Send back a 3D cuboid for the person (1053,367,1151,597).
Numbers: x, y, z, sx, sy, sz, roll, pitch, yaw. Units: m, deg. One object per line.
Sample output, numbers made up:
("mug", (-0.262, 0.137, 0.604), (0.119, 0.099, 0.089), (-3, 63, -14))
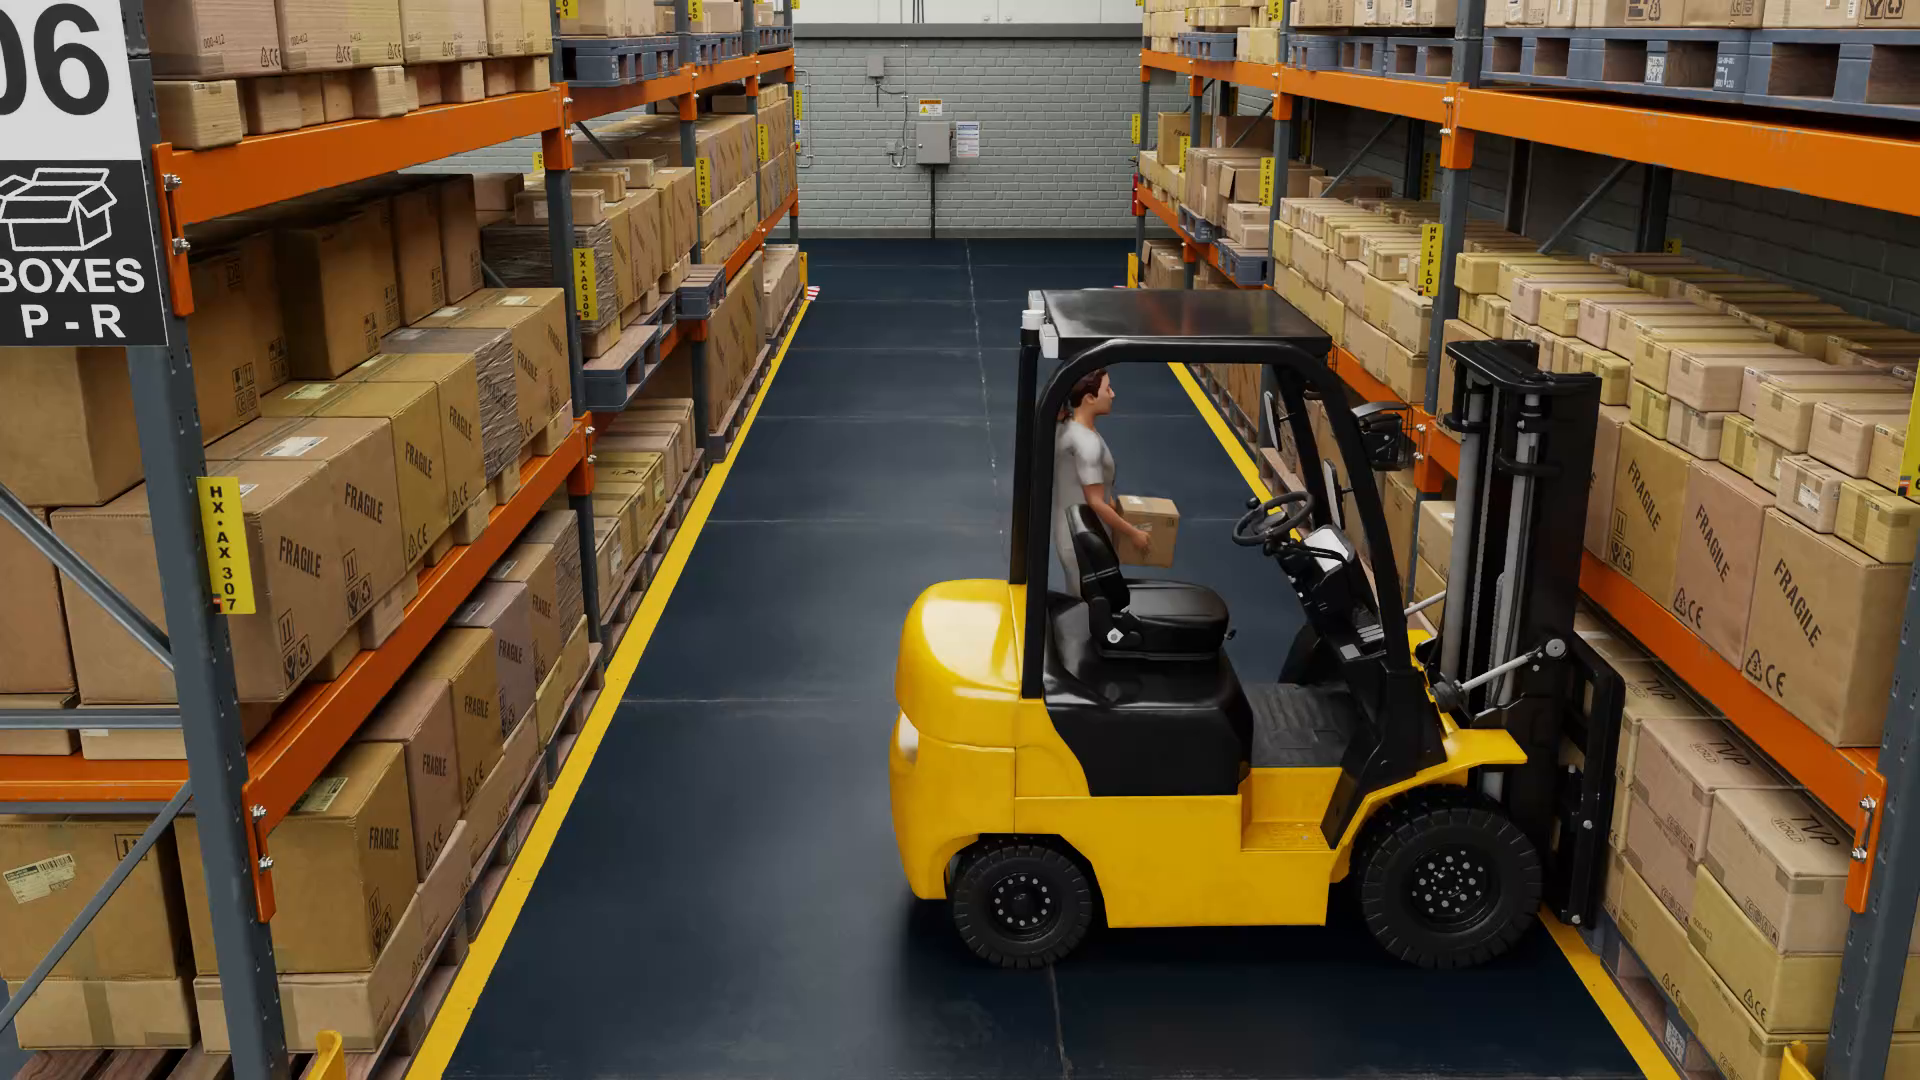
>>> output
("person", (0.619, 0.024, 7.468), (0.475, 1.675, 0.464), (0, 17, -1))
